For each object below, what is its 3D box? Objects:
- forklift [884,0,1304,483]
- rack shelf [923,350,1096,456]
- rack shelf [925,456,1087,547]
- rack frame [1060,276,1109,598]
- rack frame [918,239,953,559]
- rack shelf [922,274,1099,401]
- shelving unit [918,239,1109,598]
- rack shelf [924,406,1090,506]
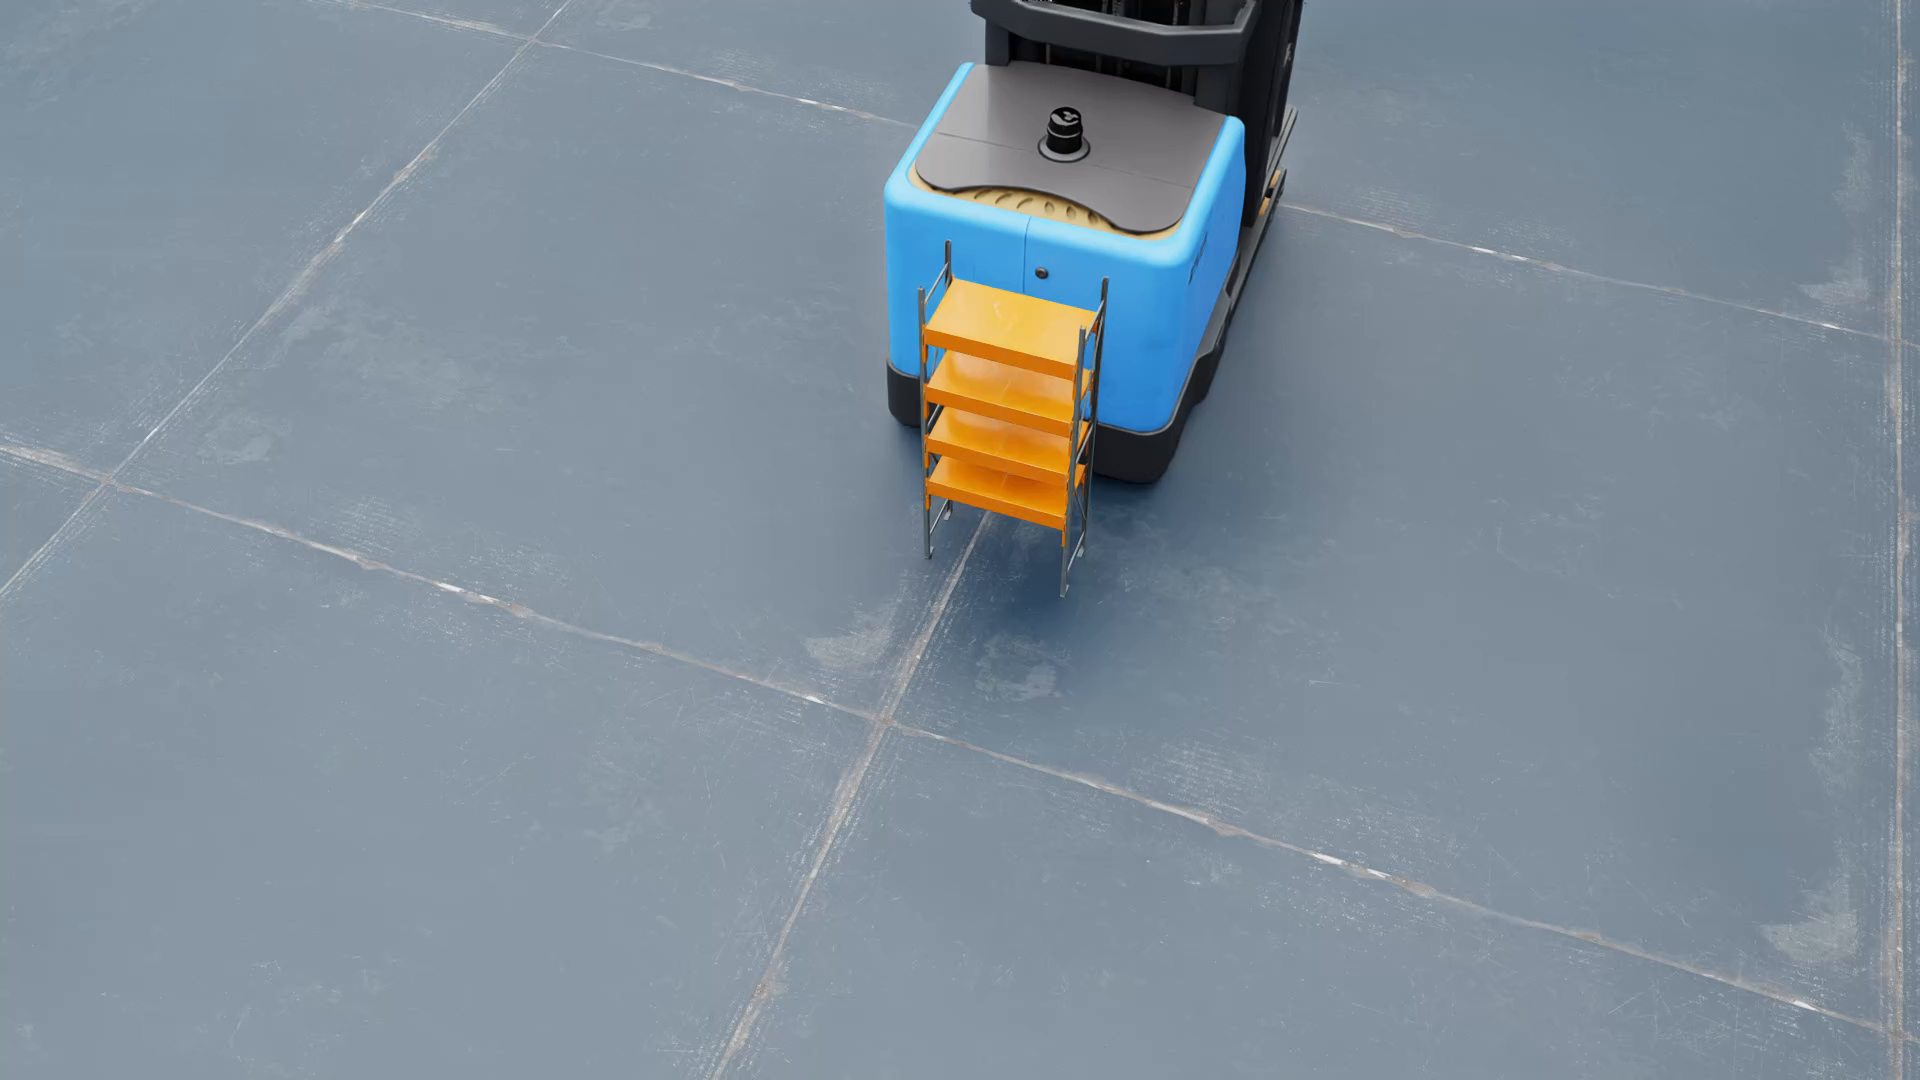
[{"bbox_3d":[0.717,-2.301,5.805,1.130,2.935,3.031,15,51,13],"label":"forklift"},{"bbox_3d":[0.155,-0.452,5.141,0.480,0.148,0.258,16,51,13],"label":"rack shelf"},{"bbox_3d":[0.155,-0.176,5.460,0.480,0.148,0.258,16,51,13],"label":"rack shelf"},{"bbox_3d":[0.384,-0.286,5.204,0.015,1.200,0.240,16,51,13],"label":"rack frame"},{"bbox_3d":[-0.074,-0.414,5.314,0.015,1.200,0.240,16,51,13],"label":"rack frame"},{"bbox_3d":[0.155,-0.607,4.962,0.480,0.148,0.258,16,51,13],"label":"rack shelf"},{"bbox_3d":[0.155,-0.350,5.259,0.503,1.200,0.258,16,51,13],"label":"shelving unit"},{"bbox_3d":[0.155,-0.306,5.310,0.480,0.148,0.258,16,51,13],"label":"rack shelf"}]
